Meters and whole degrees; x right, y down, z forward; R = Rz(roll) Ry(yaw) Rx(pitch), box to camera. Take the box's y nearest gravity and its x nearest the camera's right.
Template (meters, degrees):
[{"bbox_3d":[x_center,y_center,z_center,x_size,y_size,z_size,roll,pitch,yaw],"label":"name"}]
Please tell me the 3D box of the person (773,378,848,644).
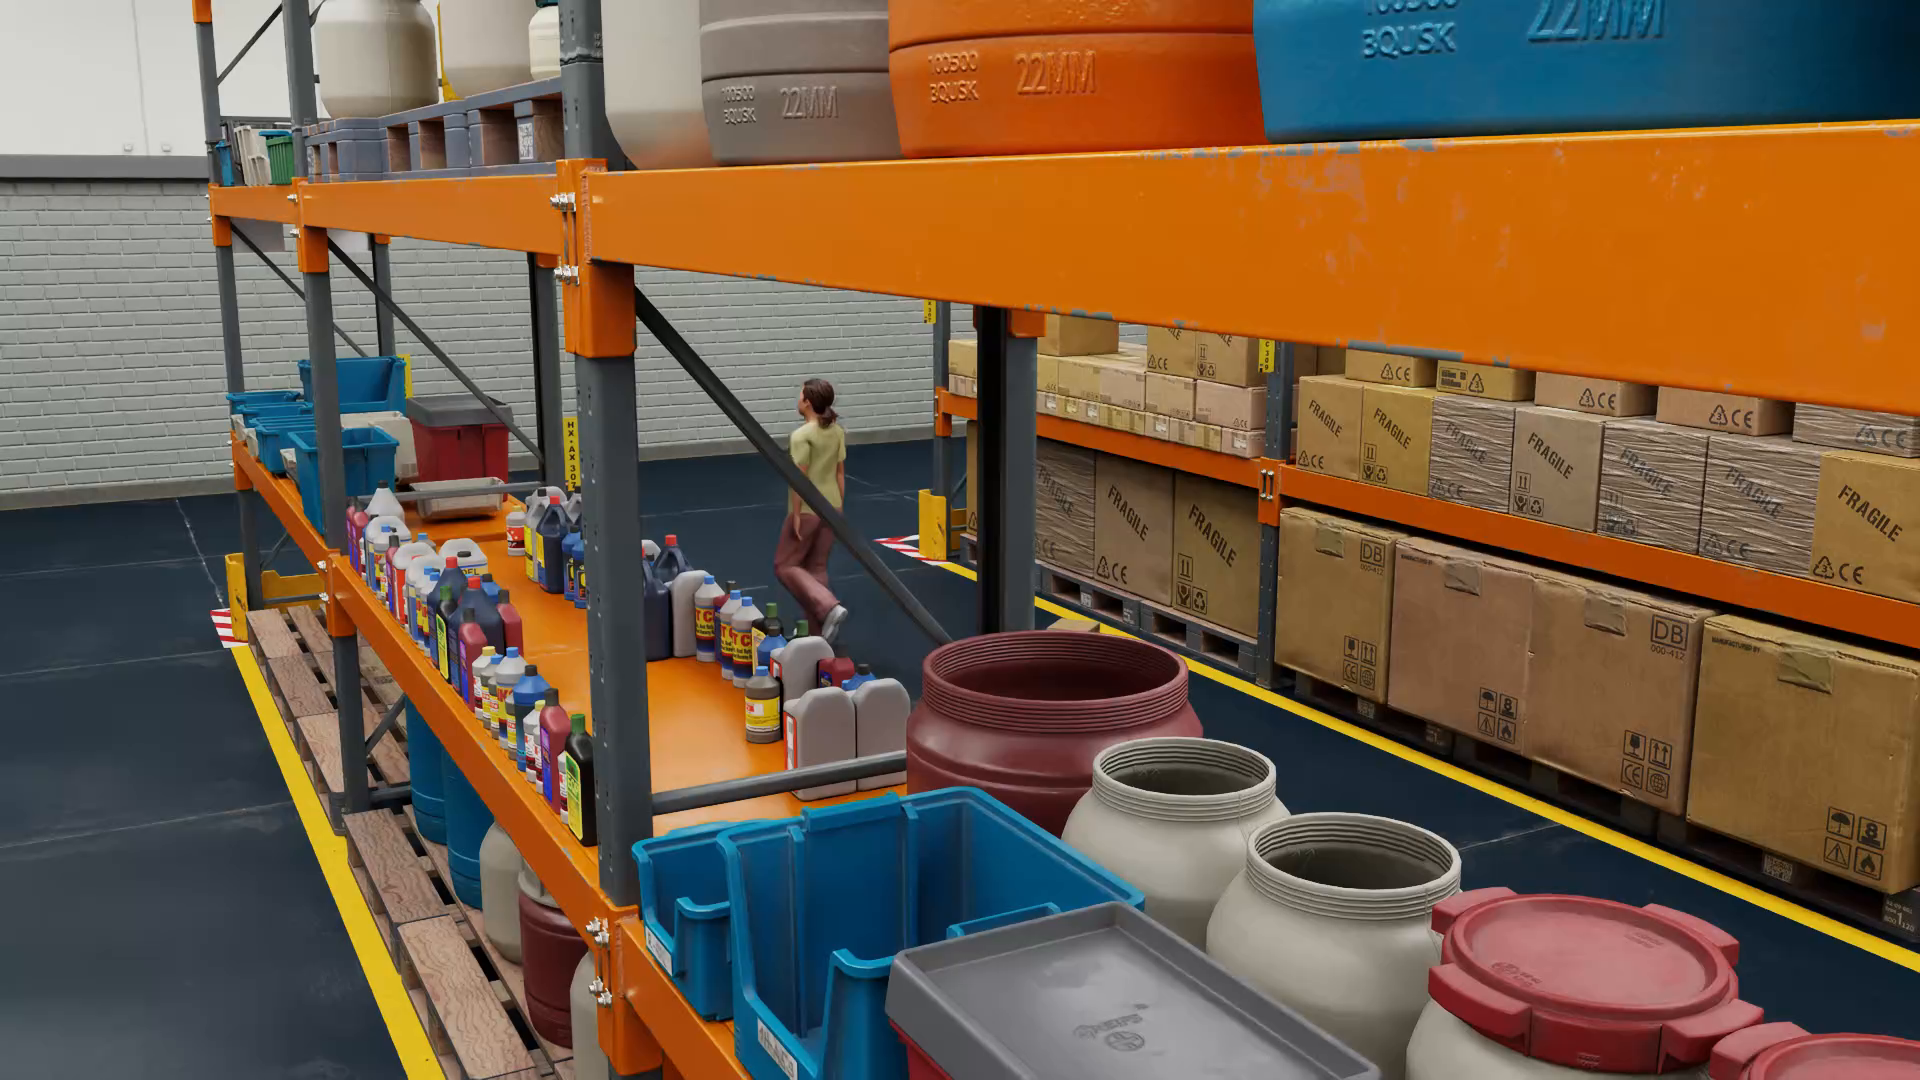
[{"bbox_3d":[-0.857,-0.153,10.105,0.553,1.652,0.445,10,16,41],"label":"person"}]
